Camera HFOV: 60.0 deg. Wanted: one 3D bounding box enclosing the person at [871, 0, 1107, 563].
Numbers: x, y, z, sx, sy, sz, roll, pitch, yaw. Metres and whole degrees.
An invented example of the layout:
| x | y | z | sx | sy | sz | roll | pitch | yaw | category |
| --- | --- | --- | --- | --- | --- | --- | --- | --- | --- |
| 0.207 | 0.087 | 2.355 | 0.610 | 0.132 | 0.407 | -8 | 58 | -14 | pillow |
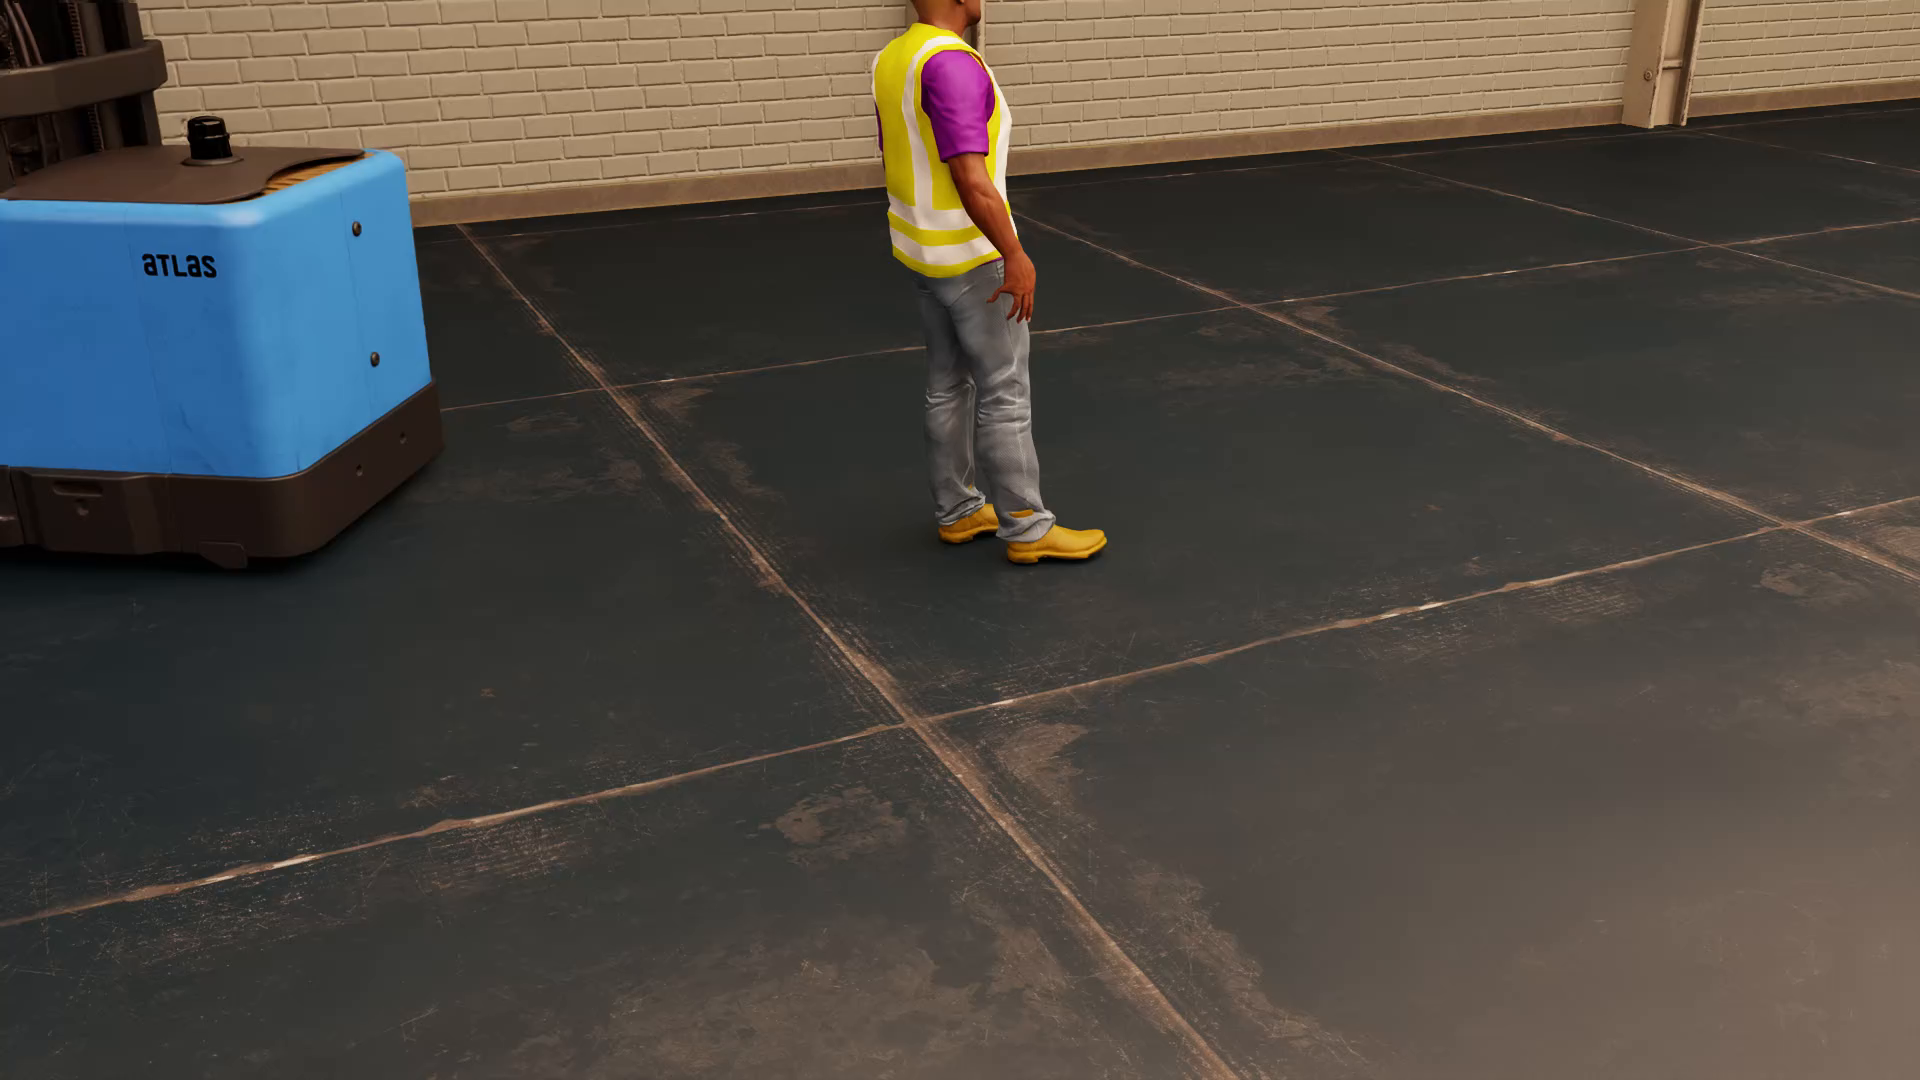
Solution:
| x | y | z | sx | sy | sz | roll | pitch | yaw | category |
| --- | --- | --- | --- | --- | --- | --- | --- | --- | --- |
| 0.066 | -0.832 | 4.787 | 0.576 | 1.766 | 0.665 | -10 | 25 | -23 | person |

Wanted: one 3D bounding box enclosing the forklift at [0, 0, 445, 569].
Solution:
| x | y | z | sx | sy | sz | roll | pitch | yaw | category |
| --- | --- | --- | --- | --- | --- | --- | --- | --- | --- |
| -3.314 | -1.505 | 4.910 | 3.031 | 2.935 | 1.130 | 3 | 23 | 7 | forklift |
